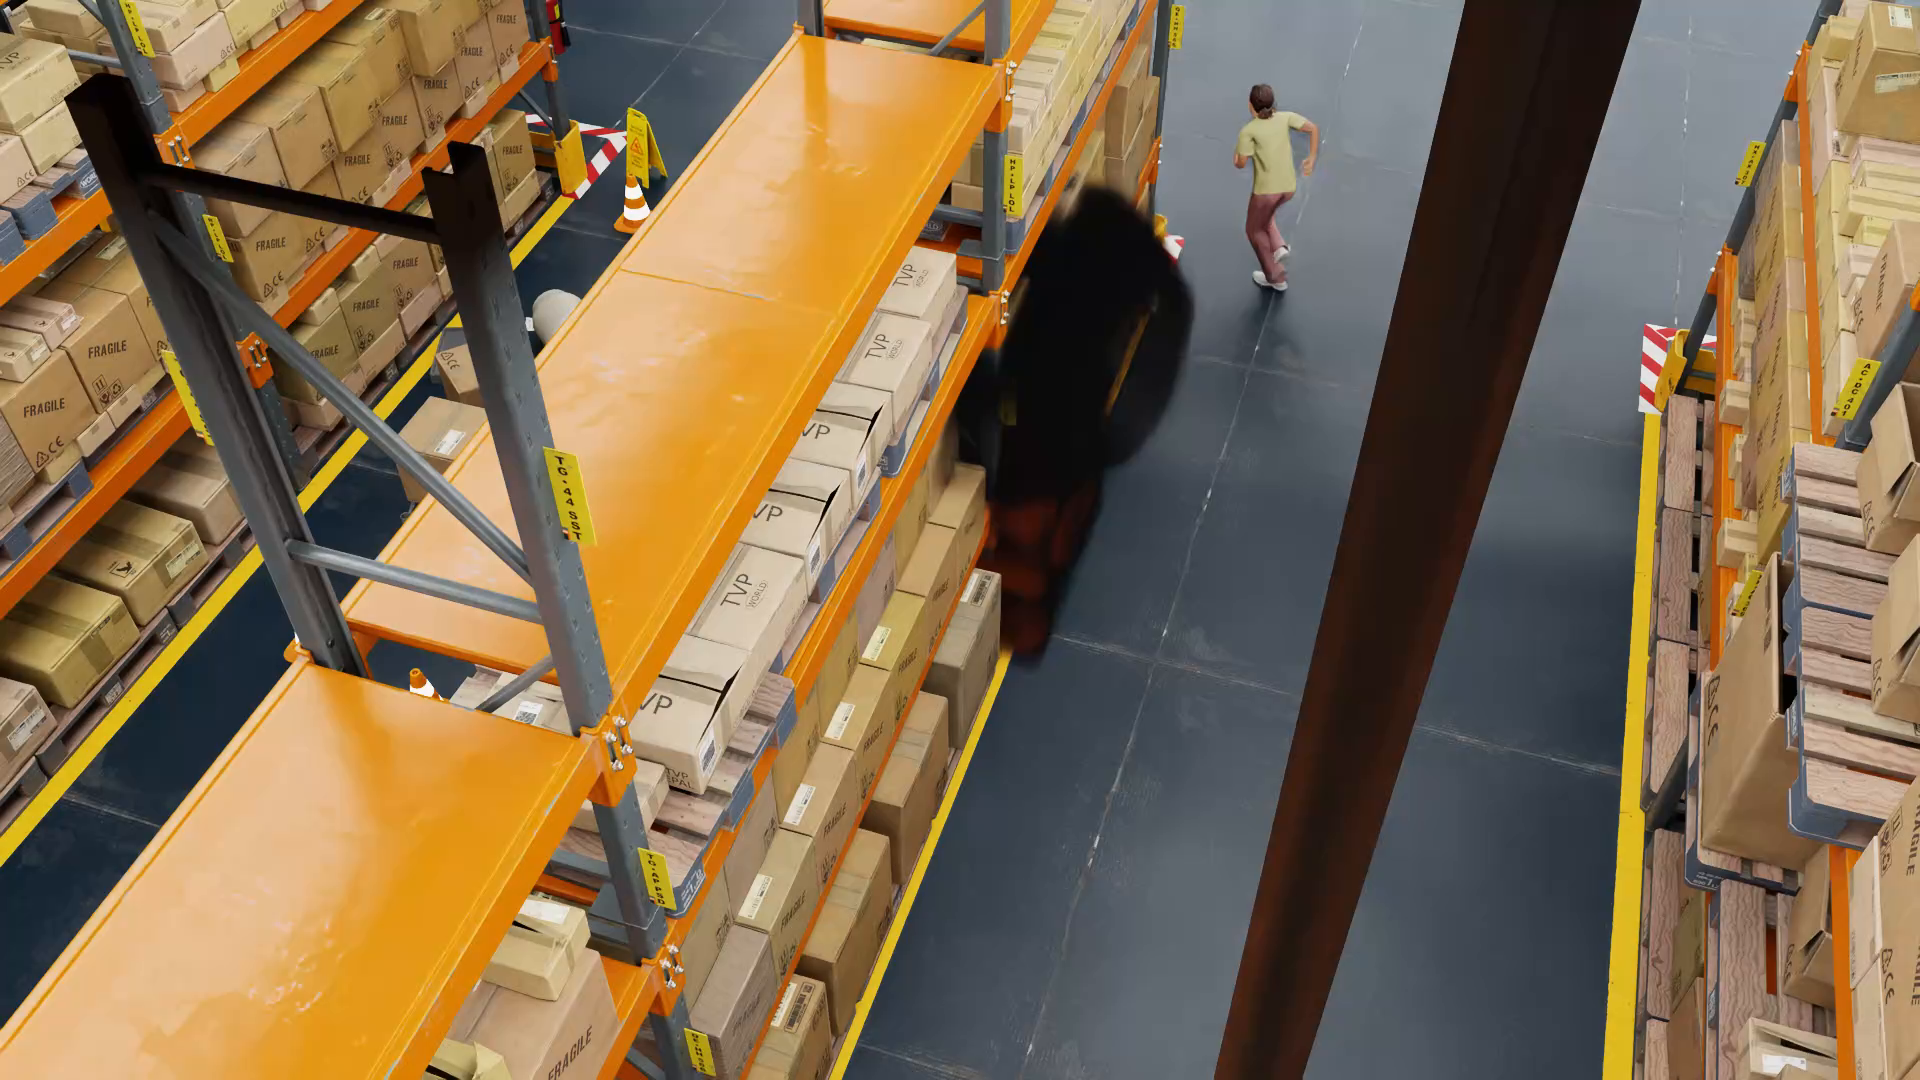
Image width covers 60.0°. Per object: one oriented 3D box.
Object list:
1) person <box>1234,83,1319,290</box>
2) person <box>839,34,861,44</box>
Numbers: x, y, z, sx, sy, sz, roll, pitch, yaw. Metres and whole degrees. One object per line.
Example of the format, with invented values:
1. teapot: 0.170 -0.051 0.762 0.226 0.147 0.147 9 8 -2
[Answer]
1. person: 2.384 -2.718 12.746 0.605 1.500 0.786 -19 49 -18
2. person: -0.965 -5.052 14.926 0.656 1.615 0.898 -23 50 -21
